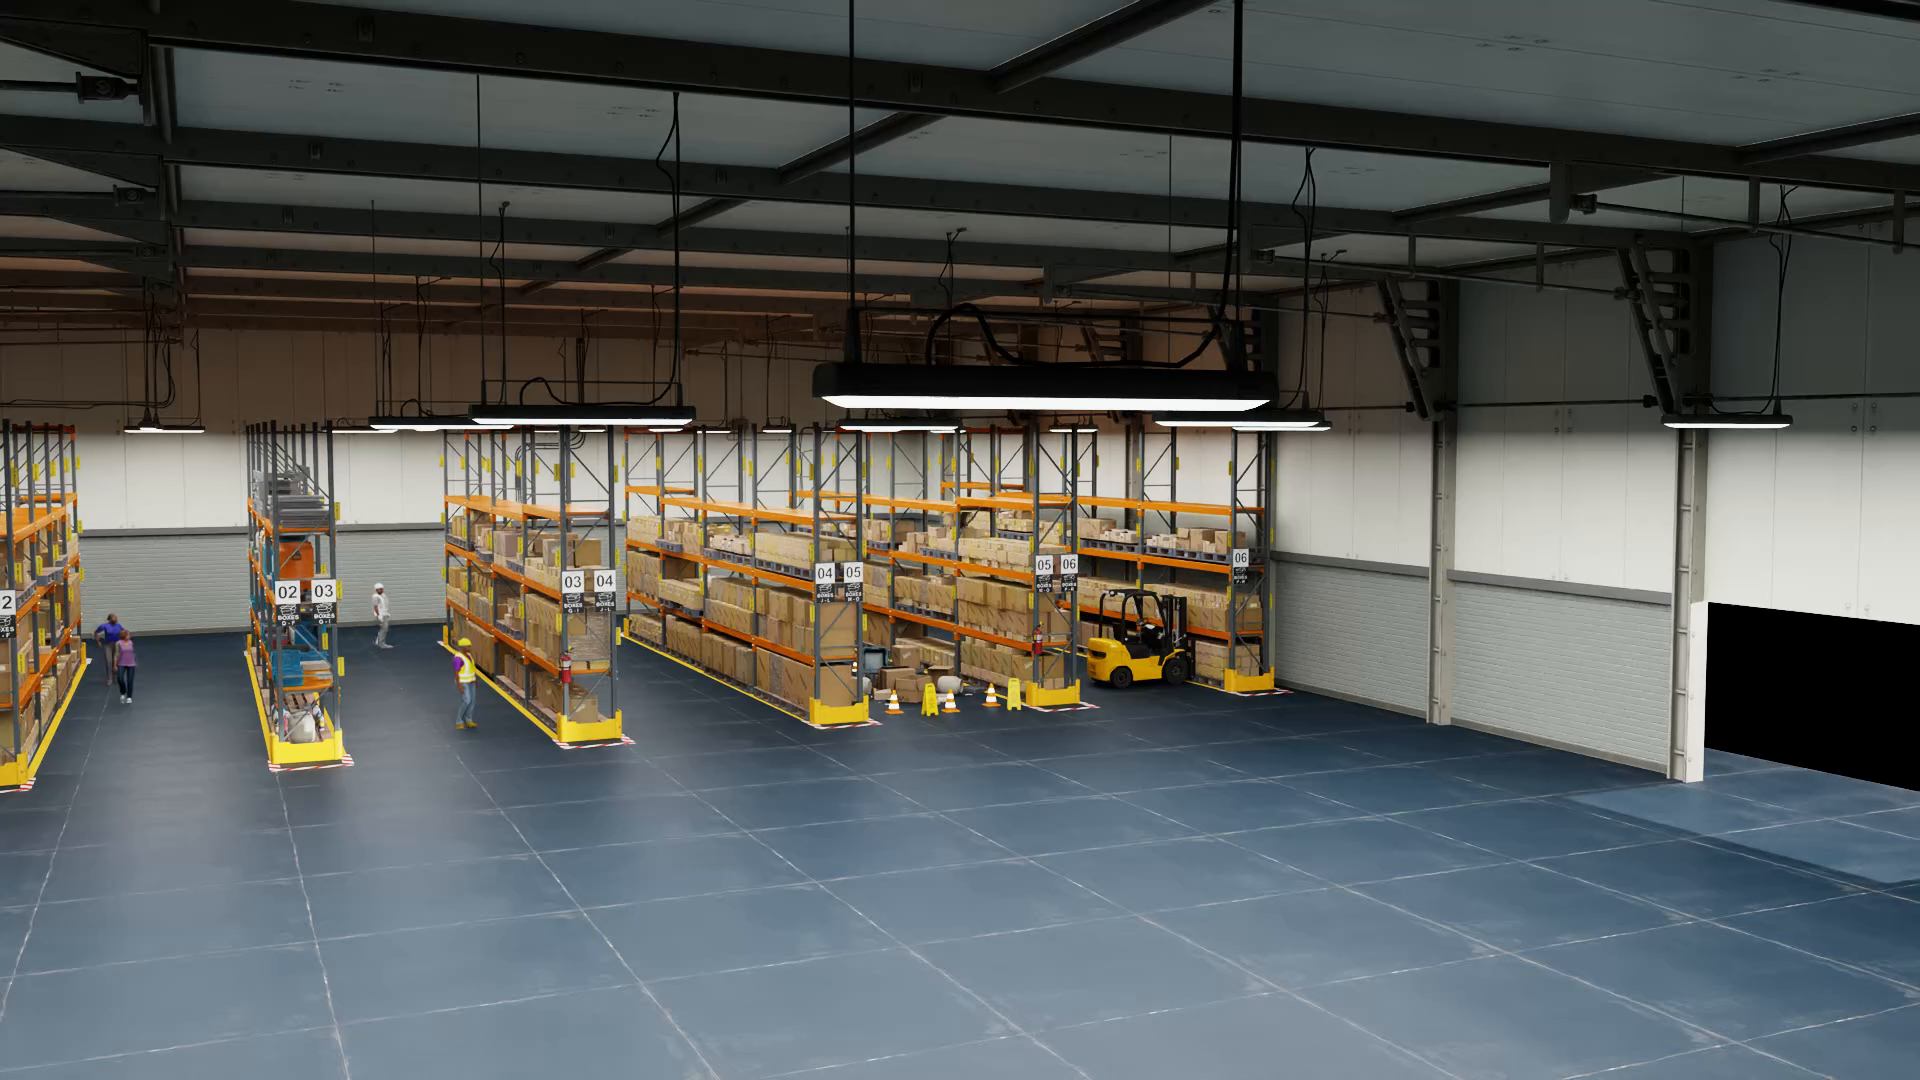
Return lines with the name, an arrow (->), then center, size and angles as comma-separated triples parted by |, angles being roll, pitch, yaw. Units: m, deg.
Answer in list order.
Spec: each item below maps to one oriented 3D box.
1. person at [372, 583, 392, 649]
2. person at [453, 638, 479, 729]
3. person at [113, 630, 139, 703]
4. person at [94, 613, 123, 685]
person -> -15.591, 2.057, 44.855 | 0.468, 1.801, 0.565 | -1, 4, -14
person -> -9.708, 2.836, 32.714 | 0.409, 1.816, 0.623 | 1, 4, 18
person -> -17.779, 2.696, 35.449 | 0.490, 1.589, 0.462 | -2, 4, -29
person -> -19.613, 2.482, 38.340 | 0.613, 1.609, 1.006 | -2, 4, -24
